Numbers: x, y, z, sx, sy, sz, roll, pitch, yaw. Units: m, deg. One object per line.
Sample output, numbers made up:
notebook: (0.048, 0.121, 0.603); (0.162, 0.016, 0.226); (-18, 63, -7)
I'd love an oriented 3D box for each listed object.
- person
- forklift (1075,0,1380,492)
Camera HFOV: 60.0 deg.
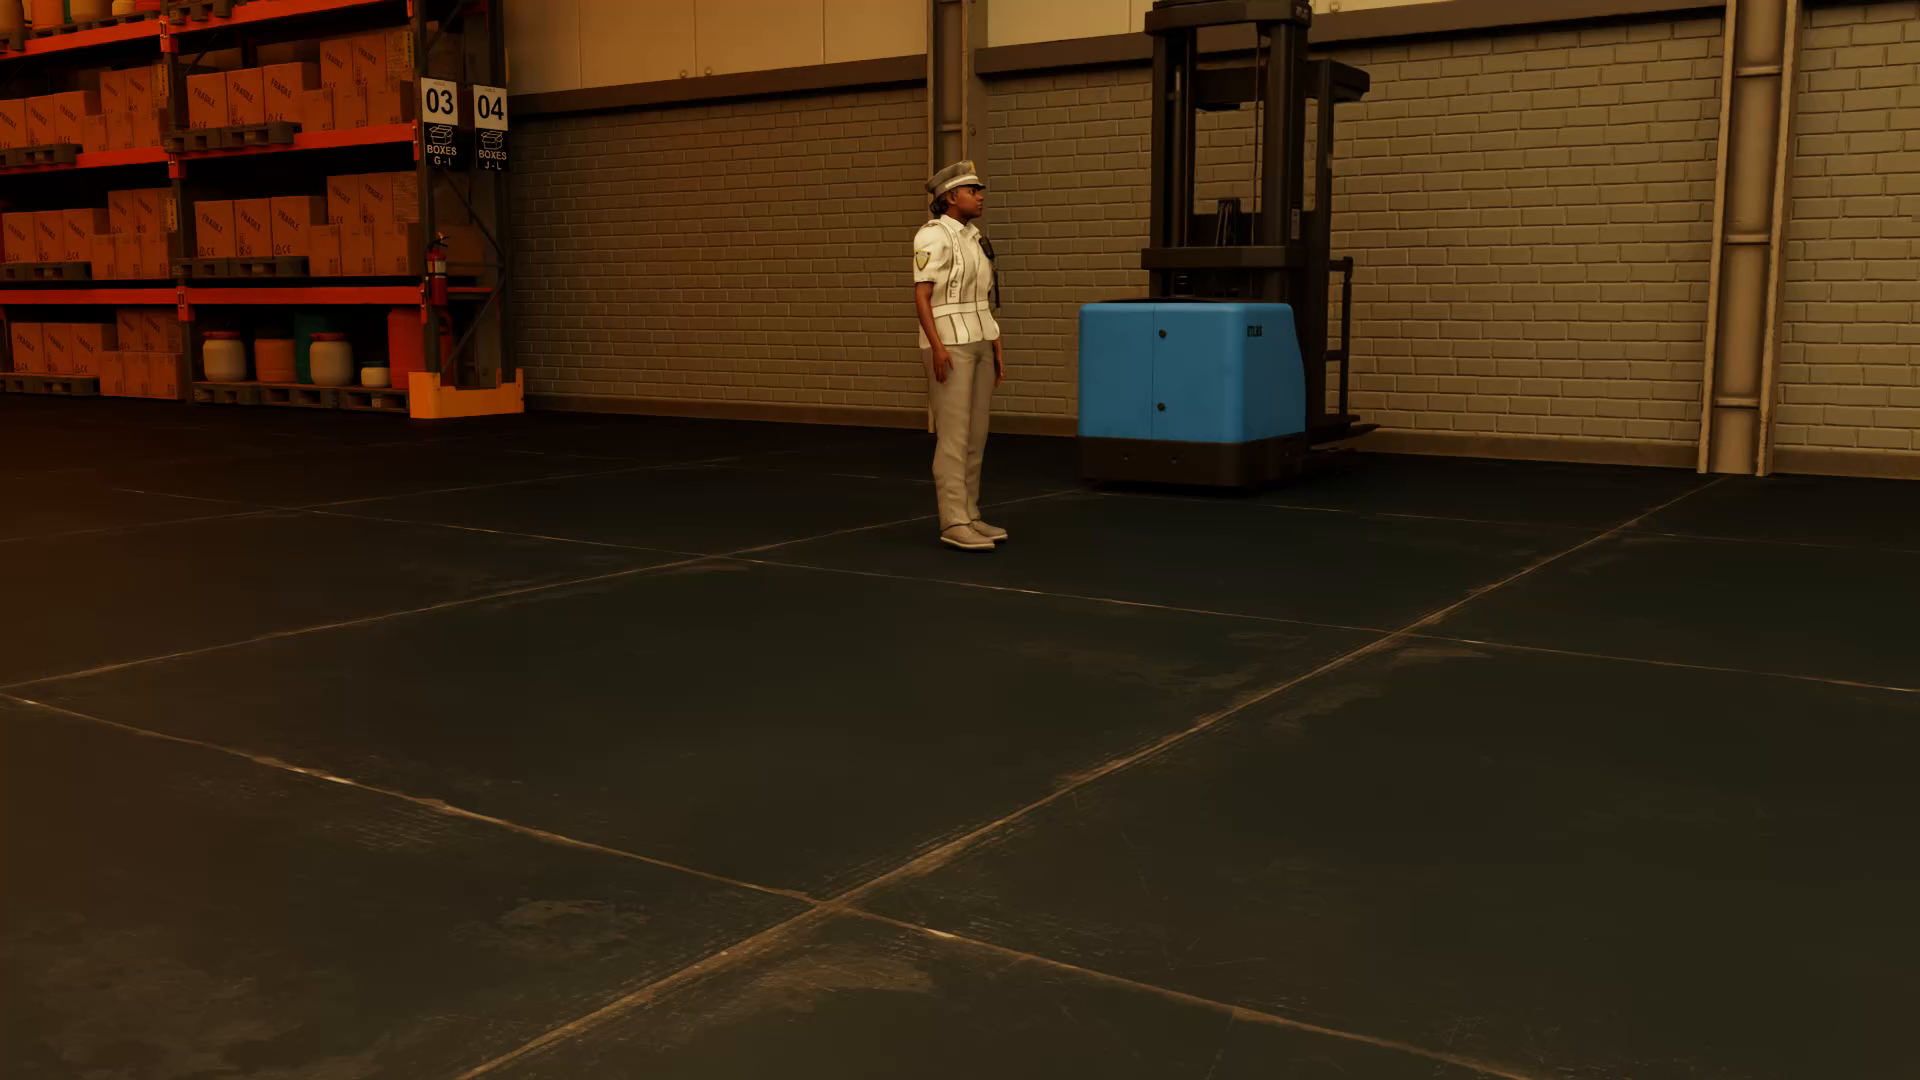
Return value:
person: (0.052, -0.838, 7.426); (0.528, 1.697, 0.570); (5, 10, 34)
forklift: (1.877, -1.886, 10.458); (1.130, 2.935, 3.031); (5, 10, 32)
